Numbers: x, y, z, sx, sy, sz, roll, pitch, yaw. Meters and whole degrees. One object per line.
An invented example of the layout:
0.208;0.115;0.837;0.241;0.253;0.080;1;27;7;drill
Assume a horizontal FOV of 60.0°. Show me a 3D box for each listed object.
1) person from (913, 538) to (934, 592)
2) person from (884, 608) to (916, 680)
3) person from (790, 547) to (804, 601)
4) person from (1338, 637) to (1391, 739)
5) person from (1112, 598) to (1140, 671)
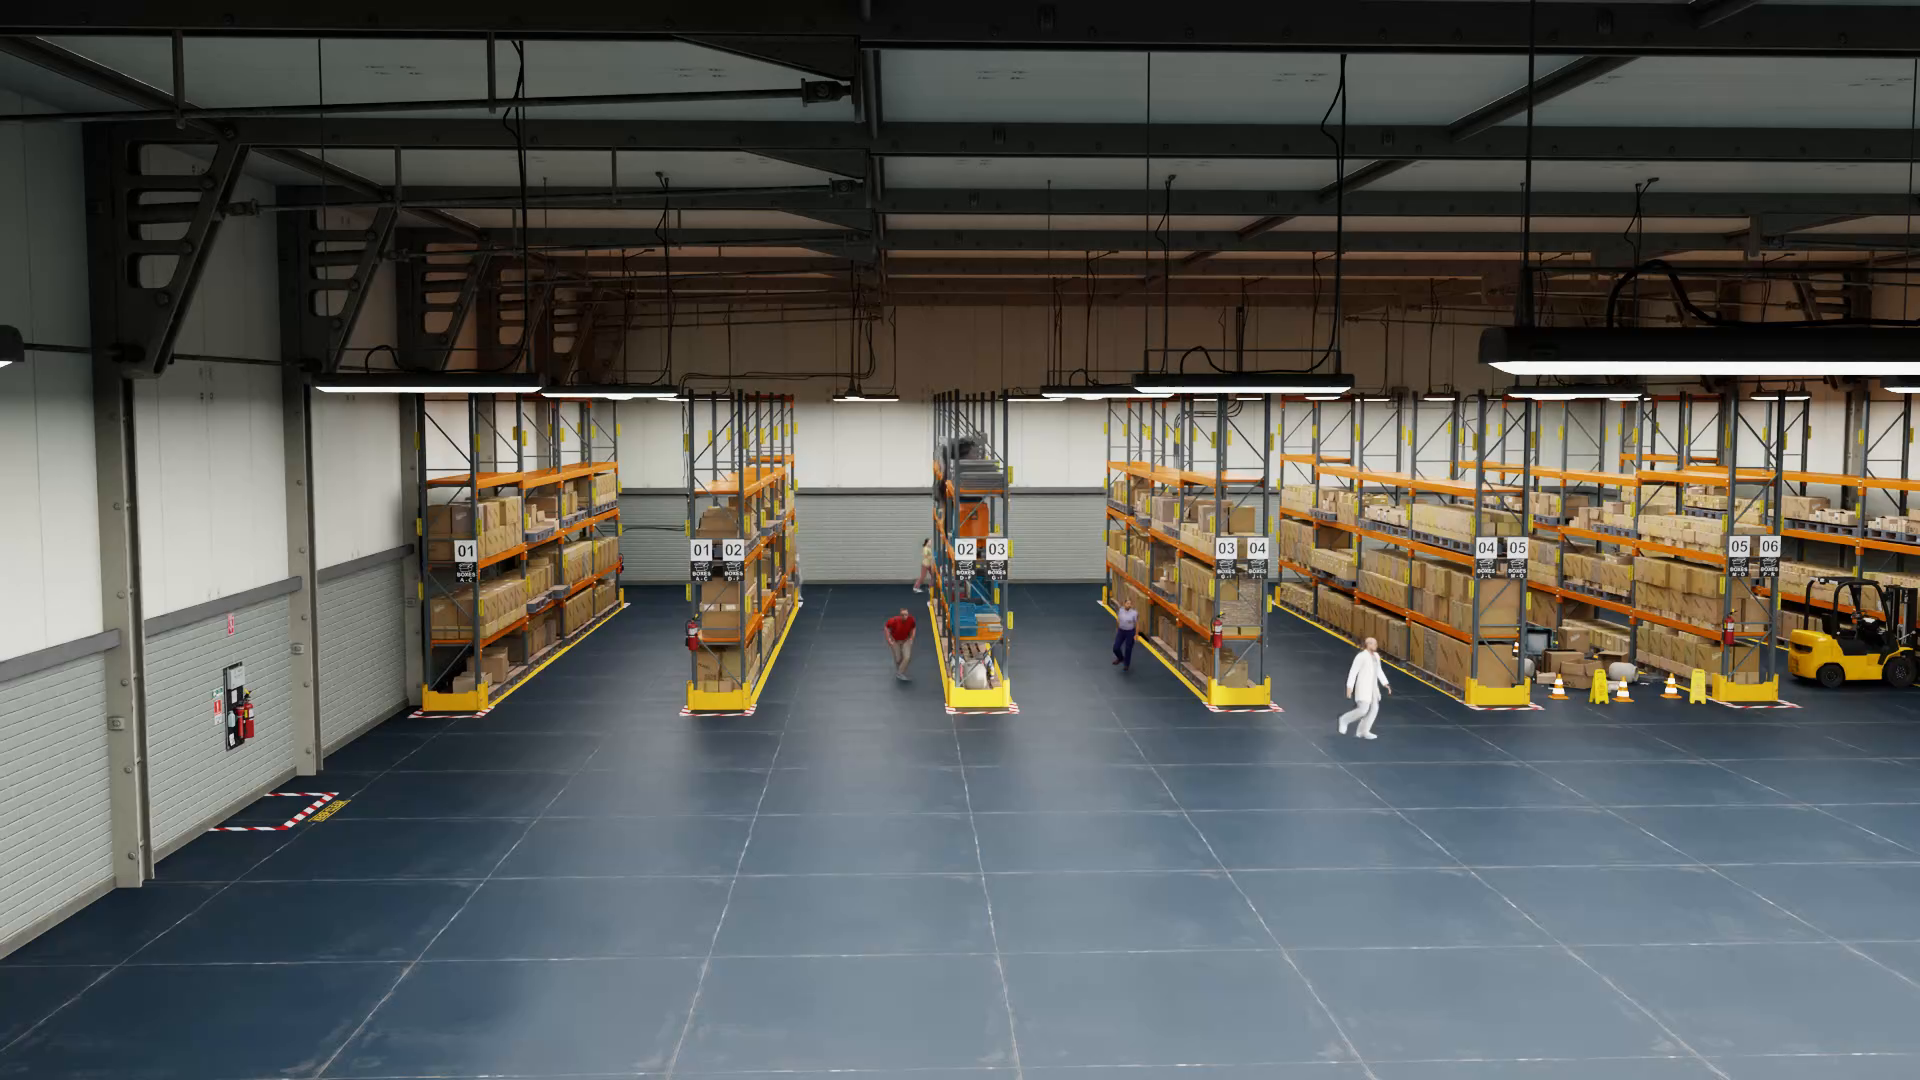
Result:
-1.022;0.802;50.102;0.822;1.722;0.561;1;5;15;person
-1.265;2.143;34.651;0.679;1.541;0.935;-1;5;-13;person
-4.869;0.970;48.729;0.774;1.586;0.547;4;6;38;person
6.917;2.527;28.462;0.745;1.746;0.672;-4;6;-41;person
3.572;2.015;35.803;0.660;1.605;0.540;2;5;22;person
